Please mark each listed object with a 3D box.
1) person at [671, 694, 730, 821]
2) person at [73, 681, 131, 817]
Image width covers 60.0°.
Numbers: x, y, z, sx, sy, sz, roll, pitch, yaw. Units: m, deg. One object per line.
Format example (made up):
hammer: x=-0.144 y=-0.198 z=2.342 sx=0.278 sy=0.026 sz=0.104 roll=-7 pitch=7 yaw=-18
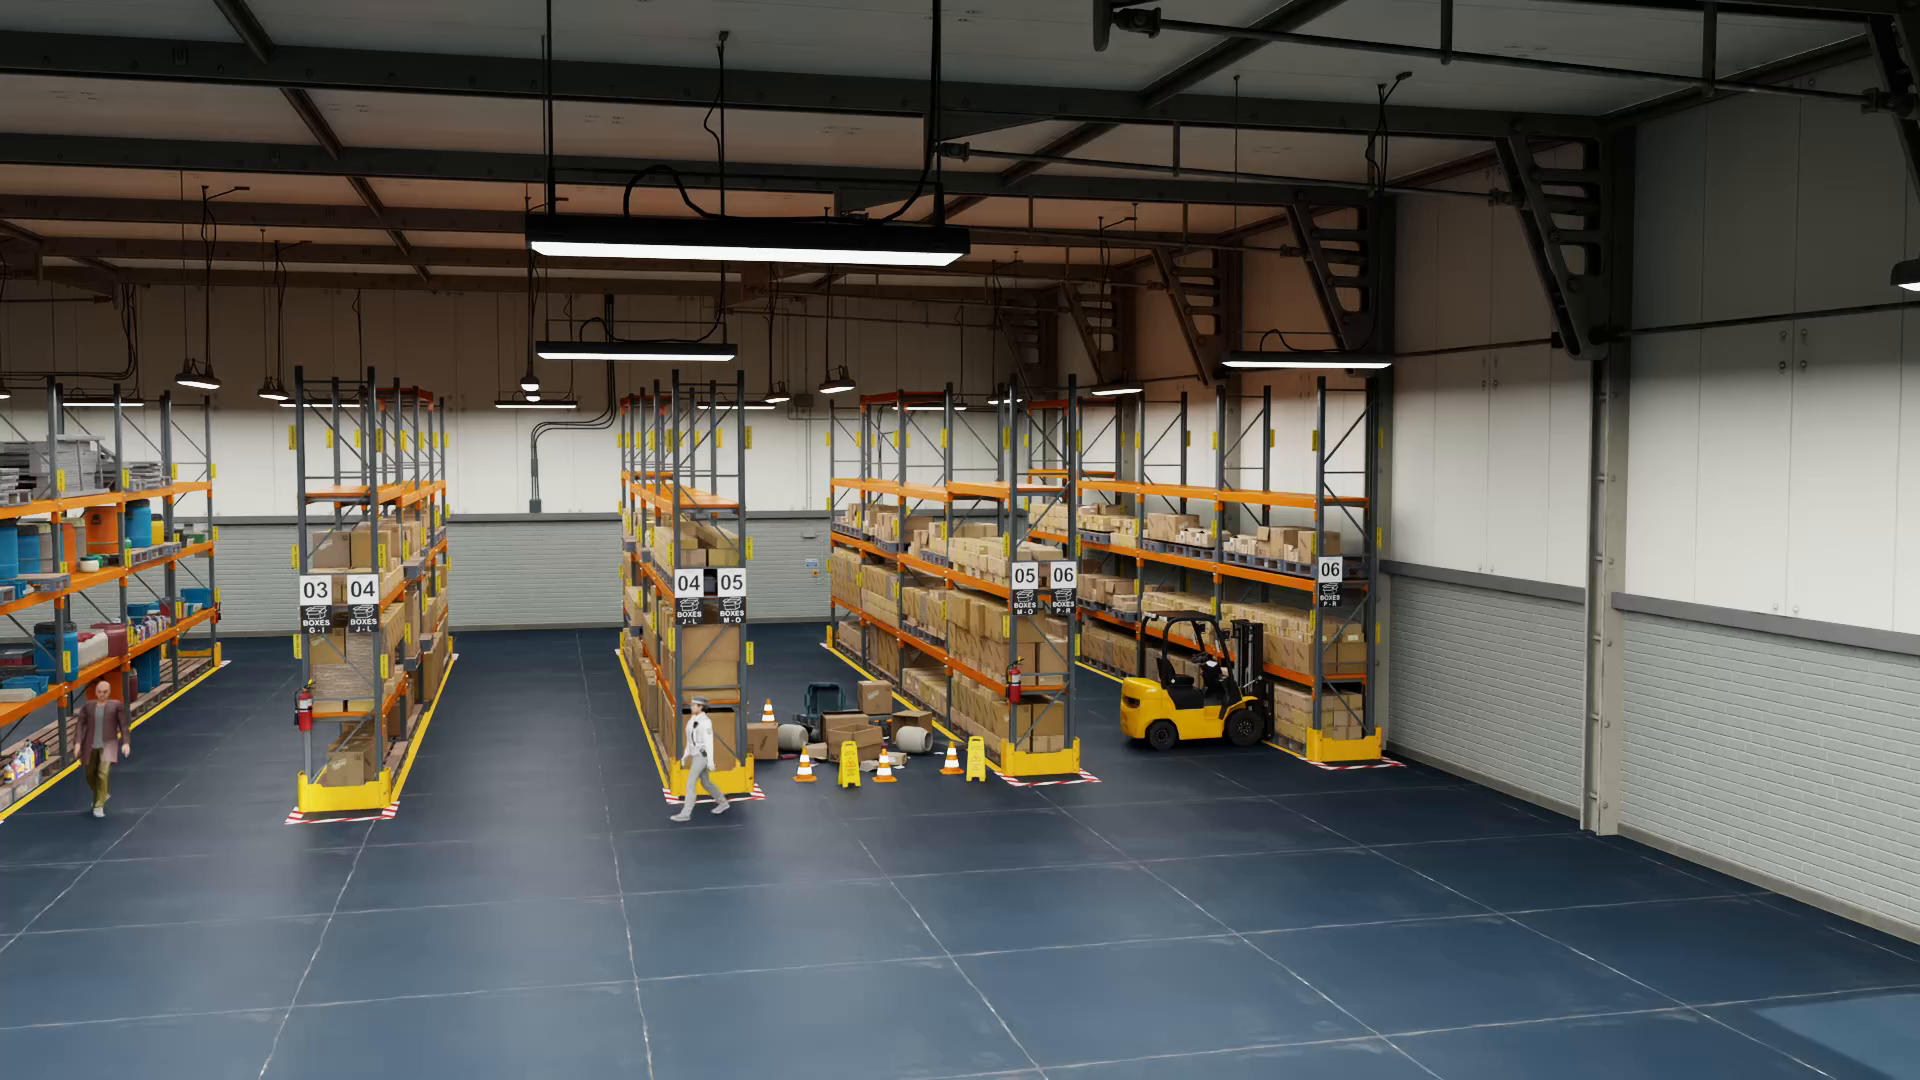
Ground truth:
person: x=-3.459 y=2.860 z=22.051 sx=0.894 sy=1.647 sz=0.498 roll=-2 pitch=4 yaw=-29
person: x=-11.592 y=2.805 z=22.466 sx=0.675 sy=1.795 sz=0.791 roll=-1 pitch=4 yaw=-14
